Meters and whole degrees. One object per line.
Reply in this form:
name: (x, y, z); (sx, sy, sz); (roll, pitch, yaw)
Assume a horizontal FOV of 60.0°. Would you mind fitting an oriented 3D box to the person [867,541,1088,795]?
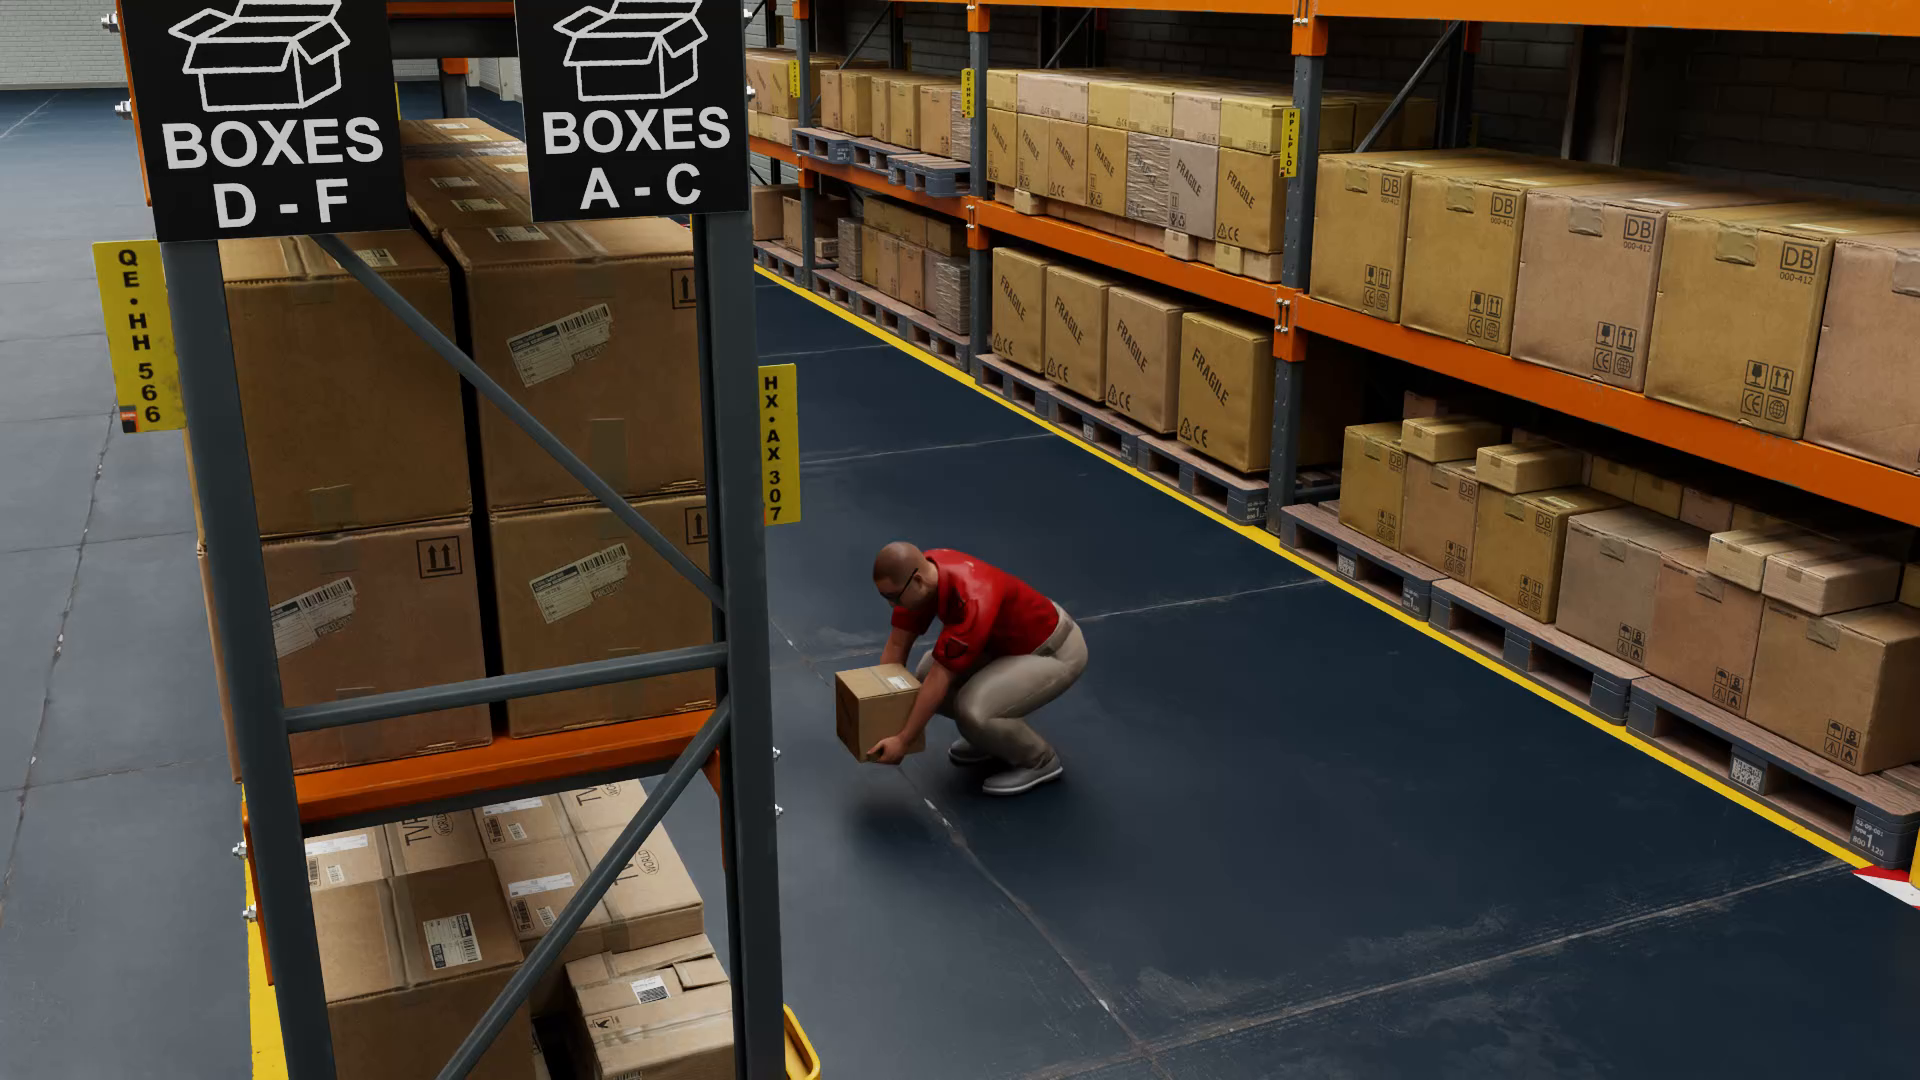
person: (0.032, 0.422, 6.025); (0.895, 0.985, 0.533); (-8, 20, -23)
